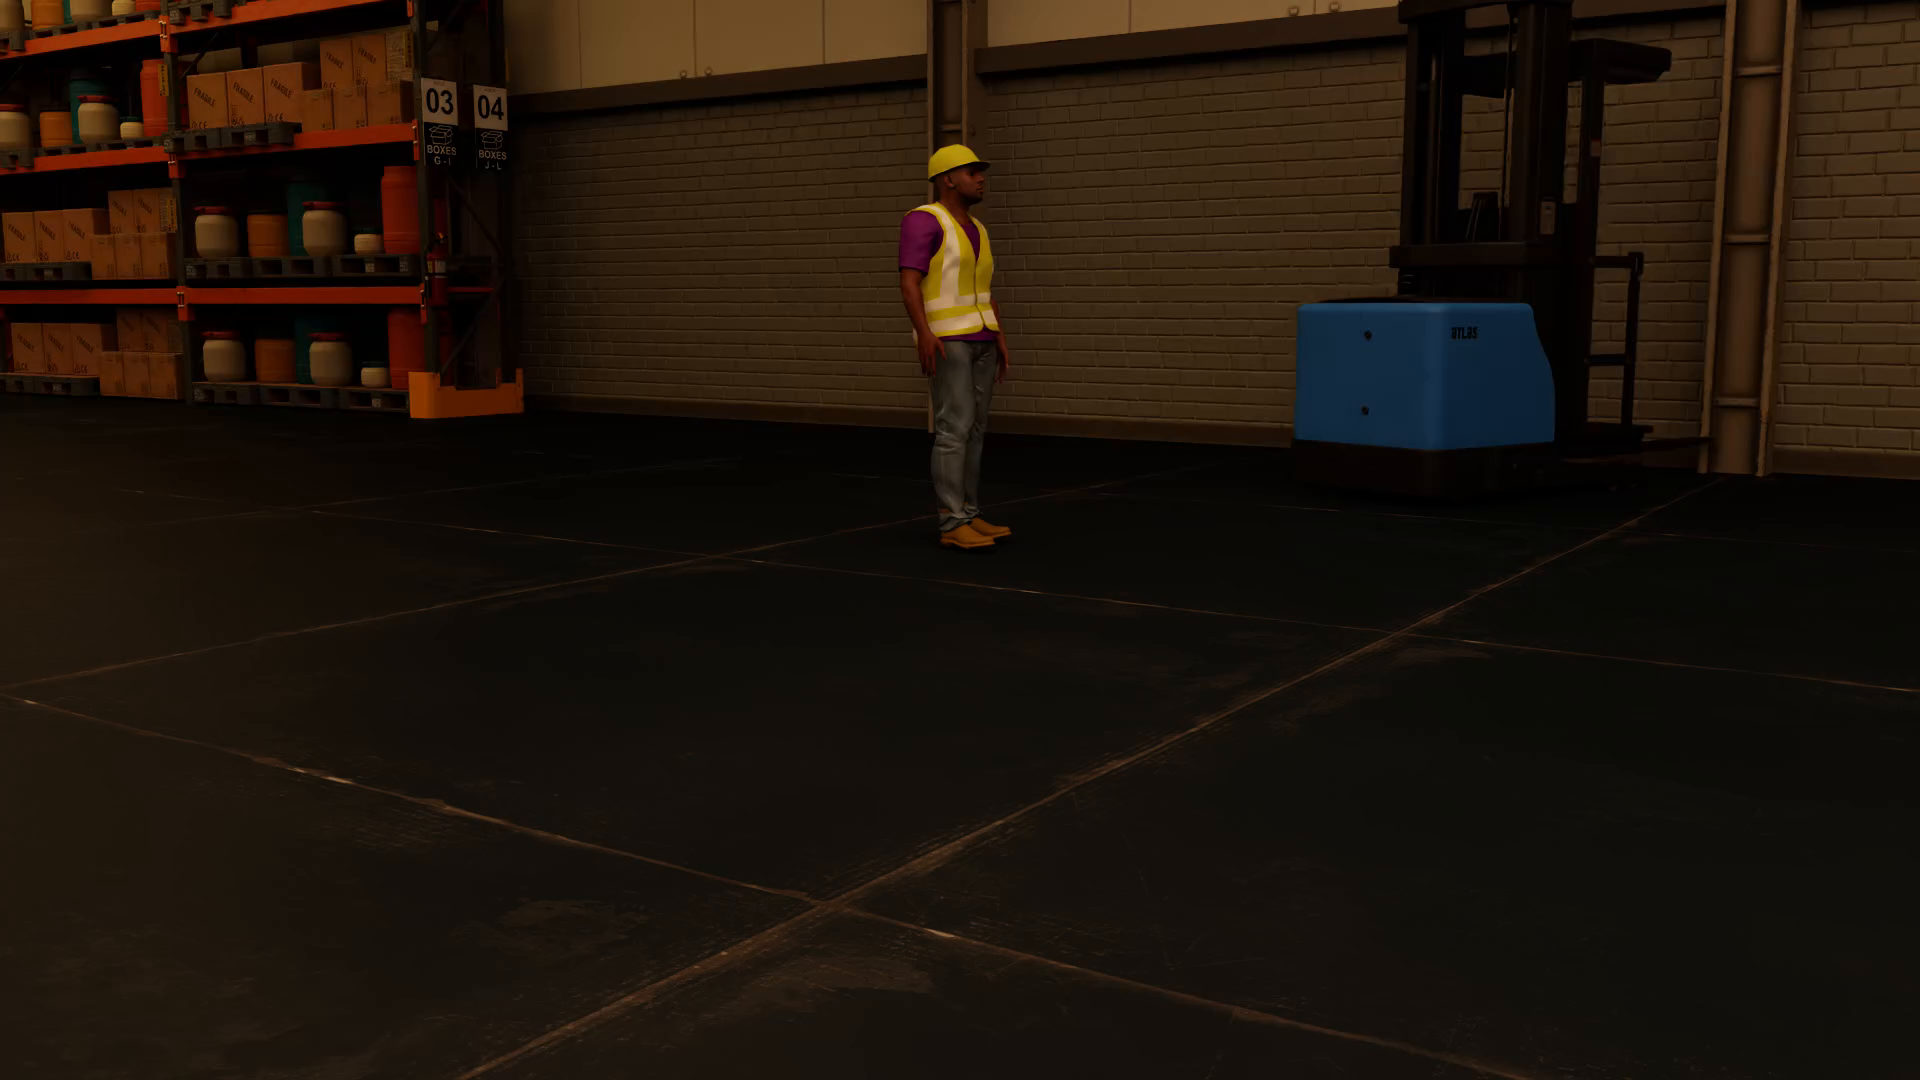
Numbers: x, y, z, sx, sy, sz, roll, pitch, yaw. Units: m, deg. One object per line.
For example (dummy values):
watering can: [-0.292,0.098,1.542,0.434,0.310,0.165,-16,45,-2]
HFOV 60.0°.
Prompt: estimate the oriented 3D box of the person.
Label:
person: [0.055,-0.875,7.435,0.575,1.768,0.666,5,10,34]

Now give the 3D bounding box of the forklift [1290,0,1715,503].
forklift: [3.369,-1.786,9.753,3.031,2.935,1.130,-6,10,-36]
